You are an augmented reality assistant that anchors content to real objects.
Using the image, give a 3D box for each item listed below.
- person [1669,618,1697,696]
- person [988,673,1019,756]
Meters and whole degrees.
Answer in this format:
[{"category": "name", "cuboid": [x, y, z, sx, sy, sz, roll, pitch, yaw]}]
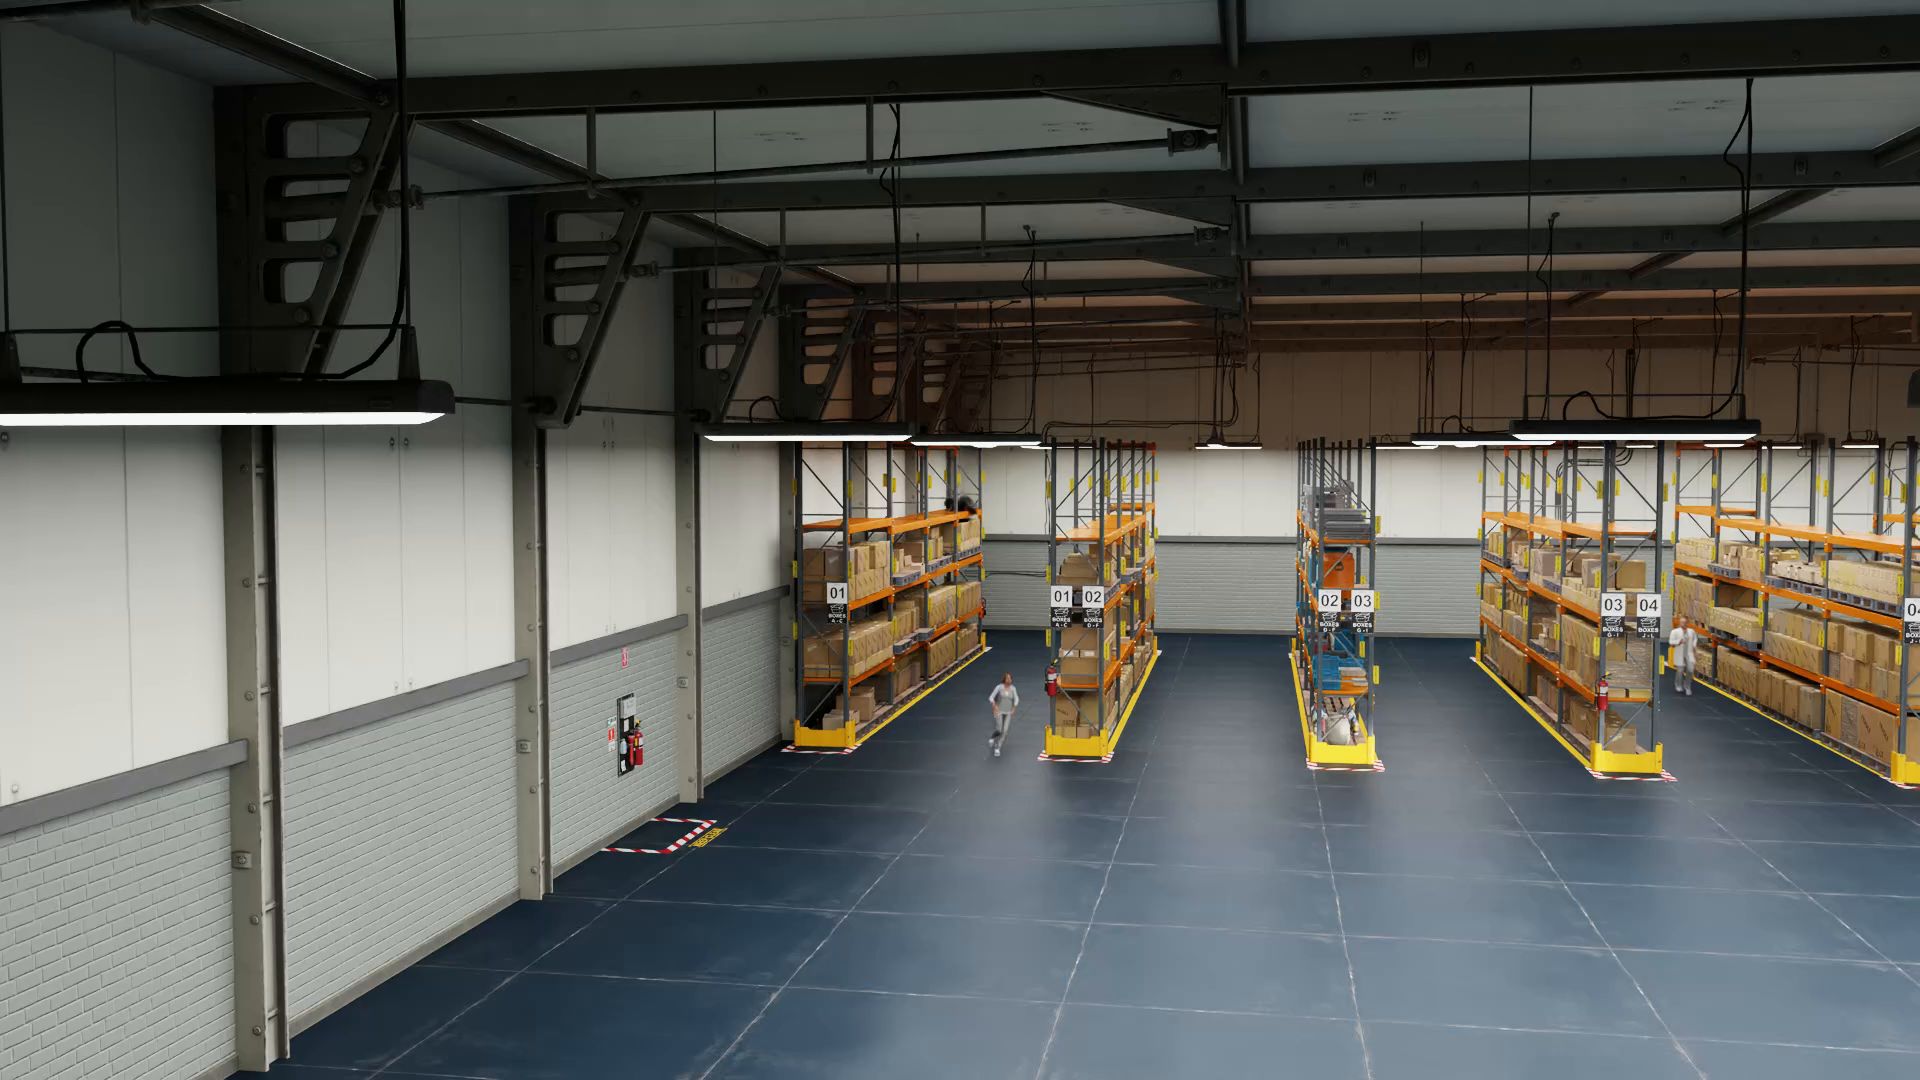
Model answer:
[{"category": "person", "cuboid": [17.115, 2.759, 39.306, 0.685, 1.826, 0.777, 1, 3, 10]}, {"category": "person", "cuboid": [0.841, 3.290, 31.556, 0.552, 1.551, 0.522, -1, 3, -14]}]
